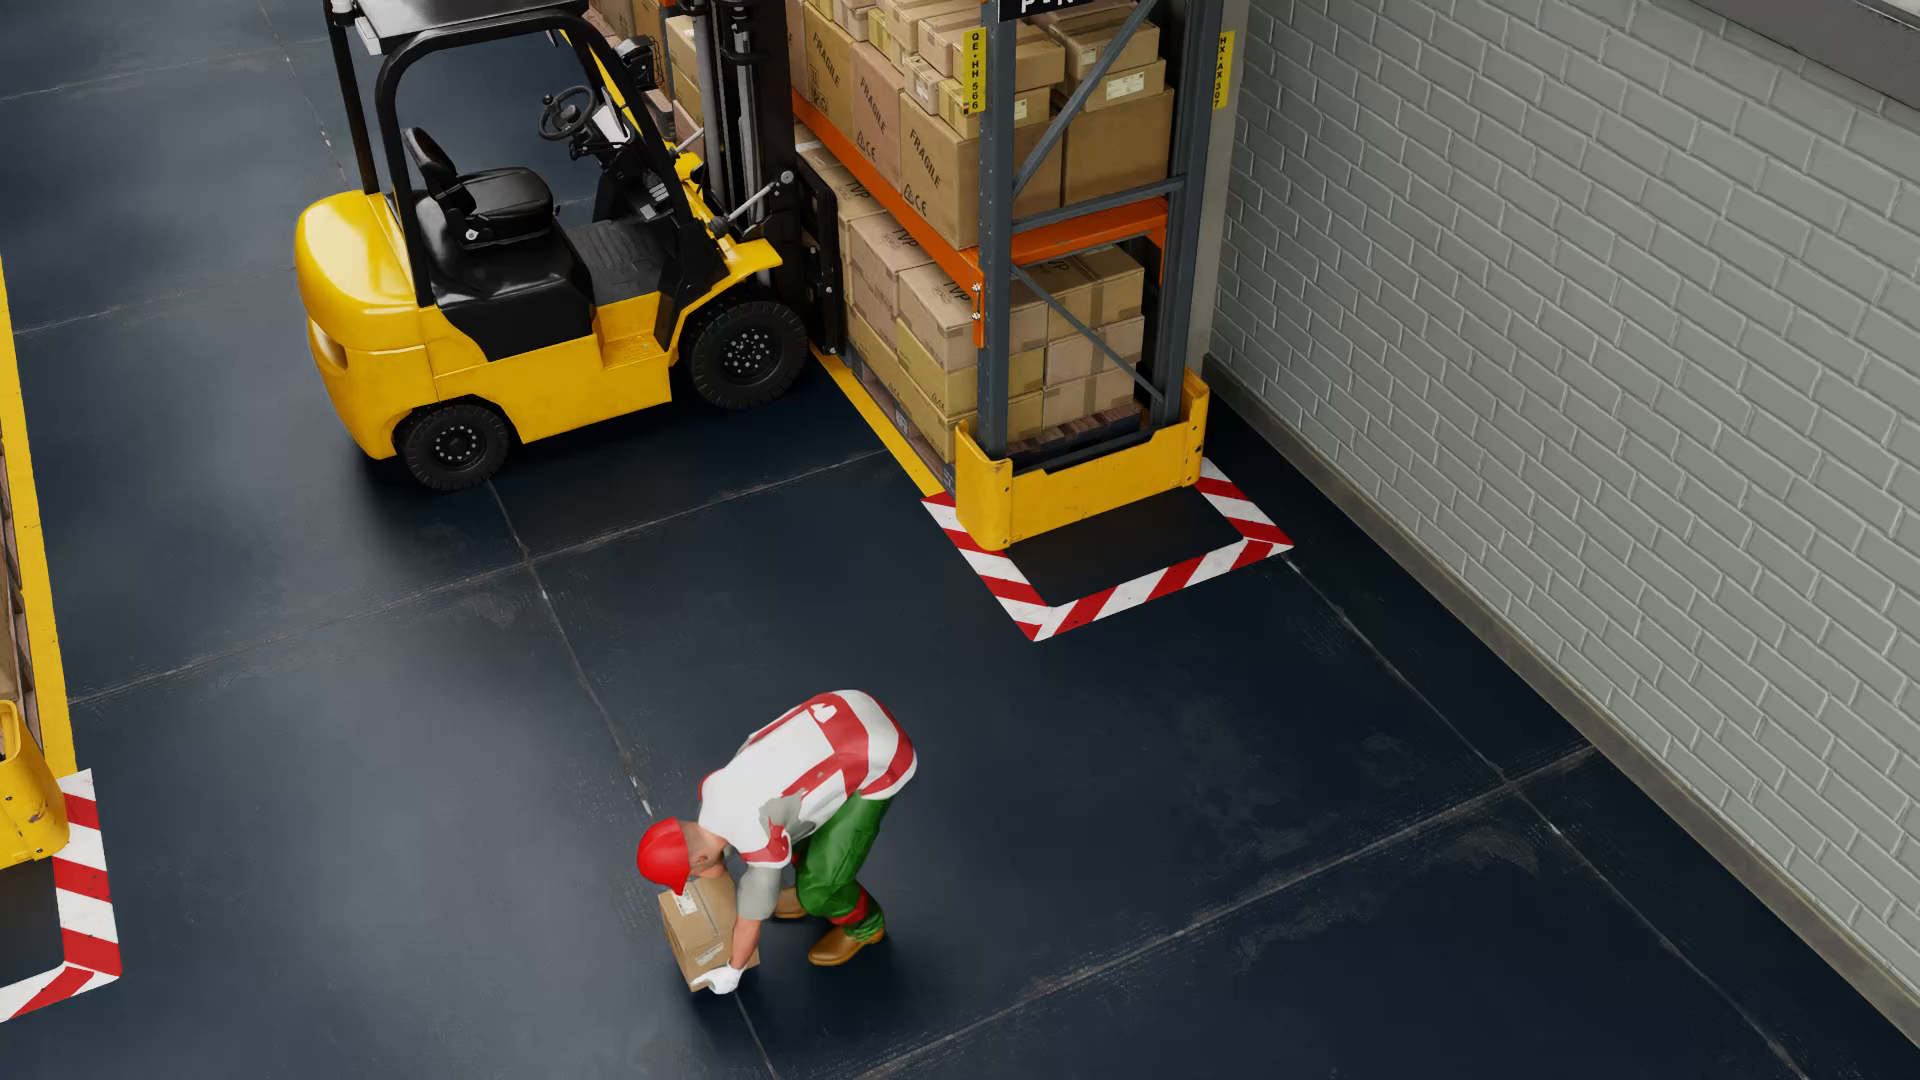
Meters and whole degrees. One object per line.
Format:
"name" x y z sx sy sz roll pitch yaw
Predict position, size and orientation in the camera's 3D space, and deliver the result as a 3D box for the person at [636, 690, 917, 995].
"person" -0.602 1.034 5.547 0.941 0.997 0.524 -21 45 -22
